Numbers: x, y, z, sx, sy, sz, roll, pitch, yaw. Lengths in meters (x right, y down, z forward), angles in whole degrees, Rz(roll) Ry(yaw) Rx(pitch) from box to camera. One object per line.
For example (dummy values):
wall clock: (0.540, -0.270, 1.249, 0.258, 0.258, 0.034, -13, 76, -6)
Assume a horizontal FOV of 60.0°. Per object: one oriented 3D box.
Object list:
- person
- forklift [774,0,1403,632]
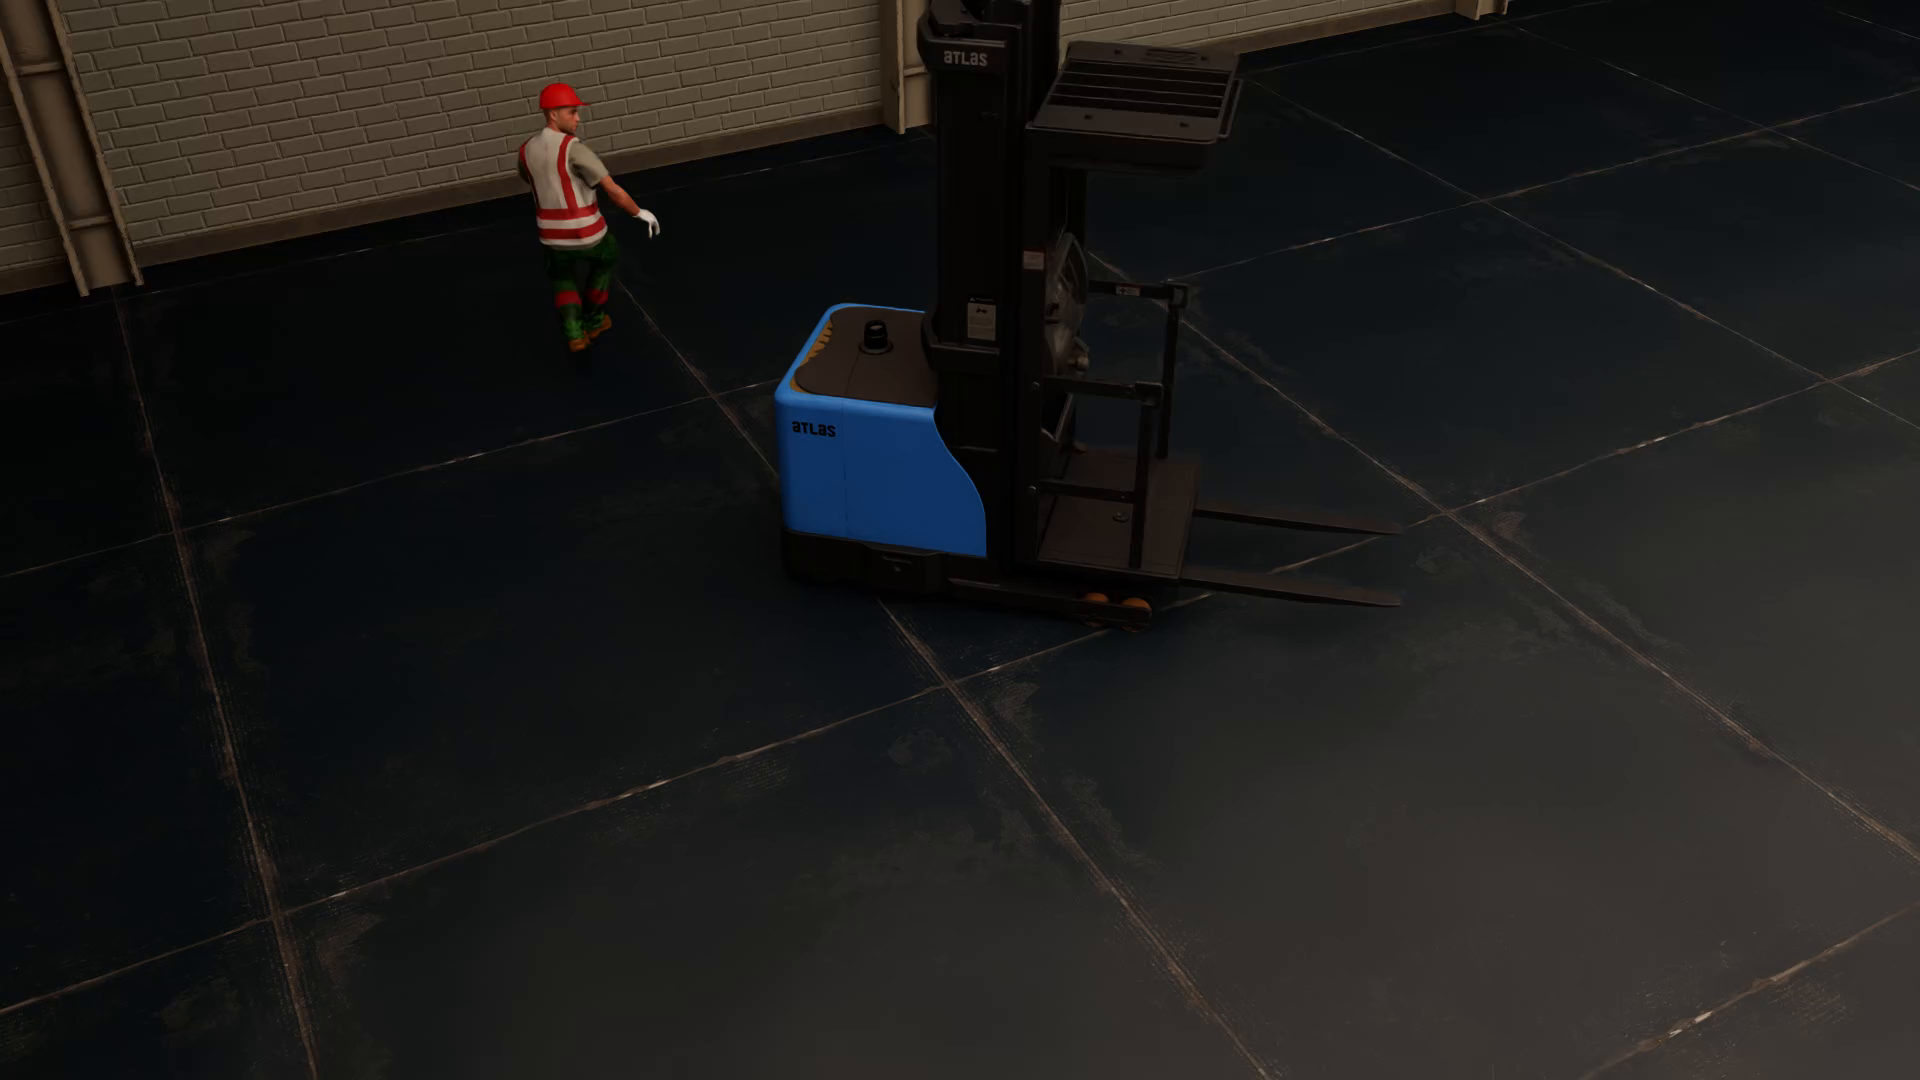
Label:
person: (-2.201, -1.927, 9.967, 0.895, 1.644, 0.852, 6, 36, 9)
forklift: (0.681, -1.089, 7.664, 3.031, 2.935, 1.130, 8, 36, 11)
